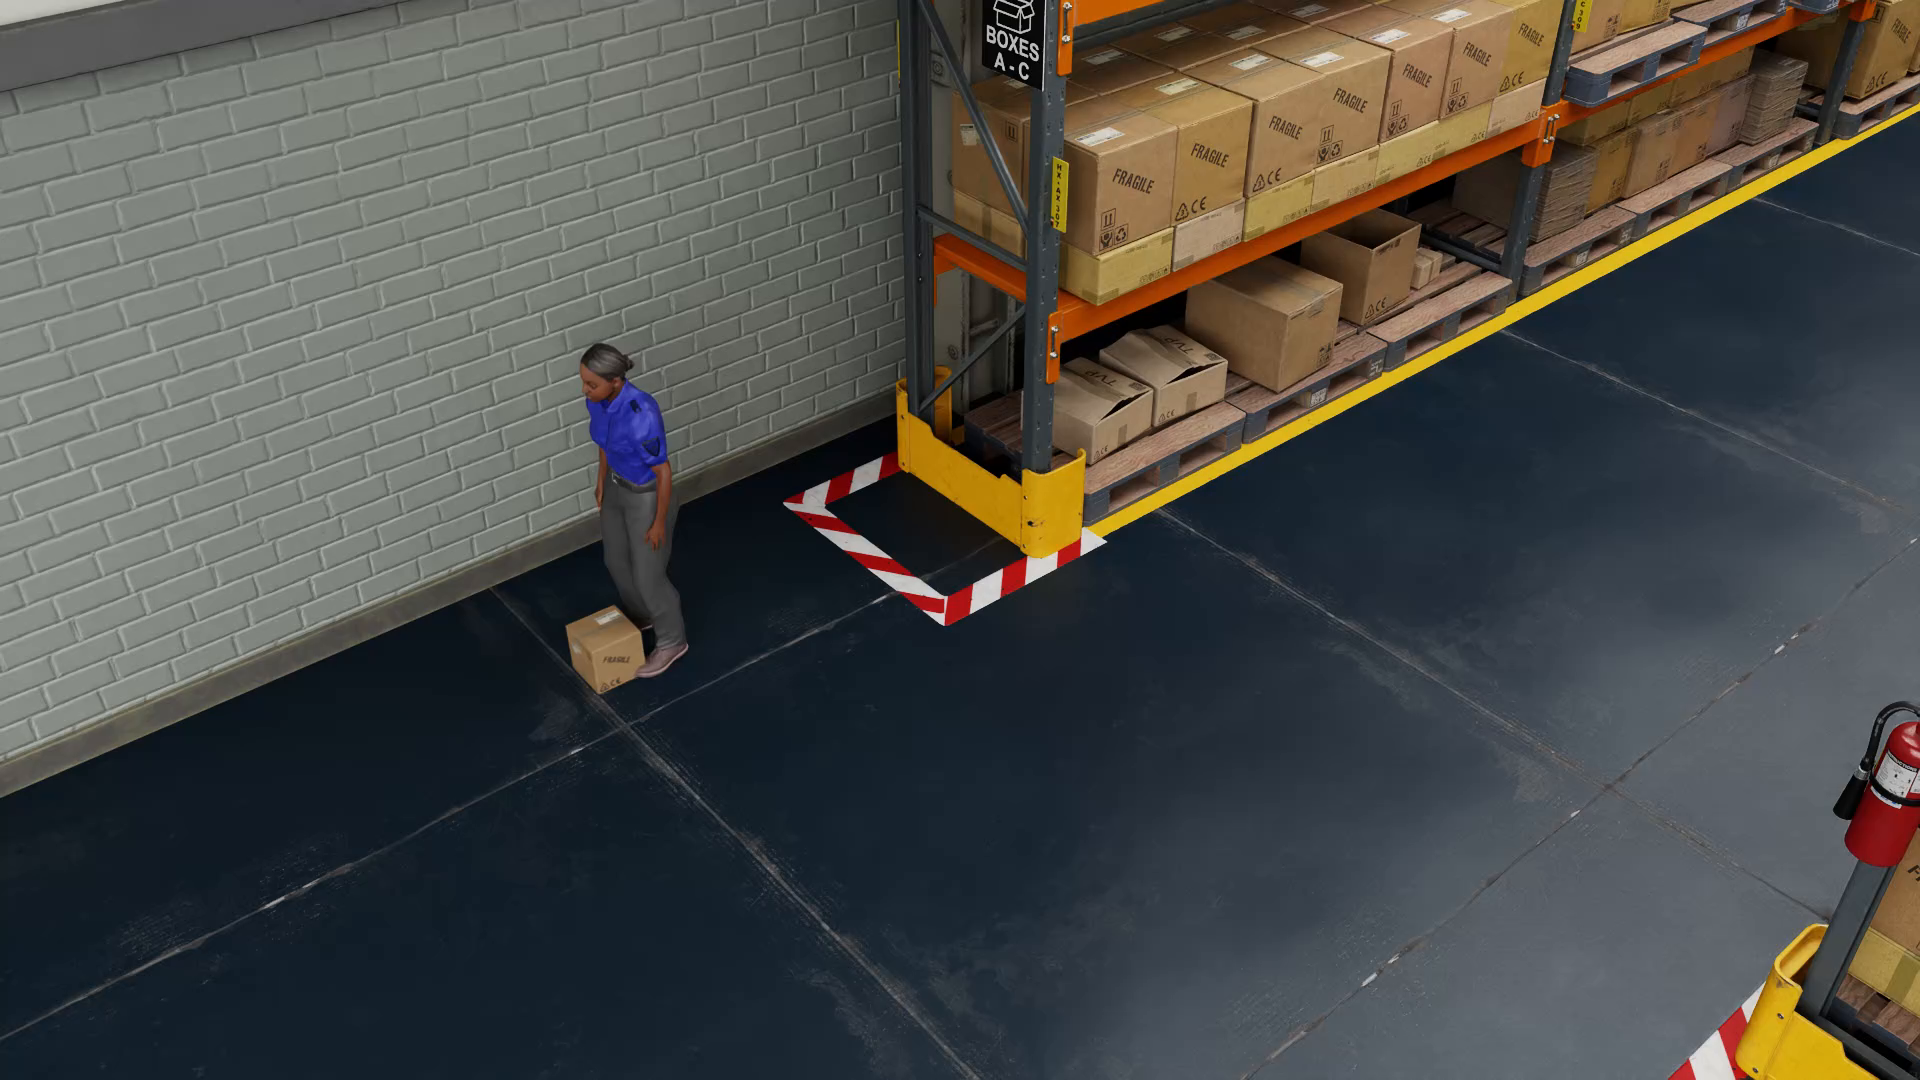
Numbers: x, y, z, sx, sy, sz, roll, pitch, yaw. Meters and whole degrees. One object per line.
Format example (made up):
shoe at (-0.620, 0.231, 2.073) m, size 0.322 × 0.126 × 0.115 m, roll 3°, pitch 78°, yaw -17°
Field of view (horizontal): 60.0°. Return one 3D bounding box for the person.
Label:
person at (-1.446, -0.159, 7.299) m, size 0.352 × 1.654 × 0.518 m, roll -27°, pitch 44°, yaw -32°
